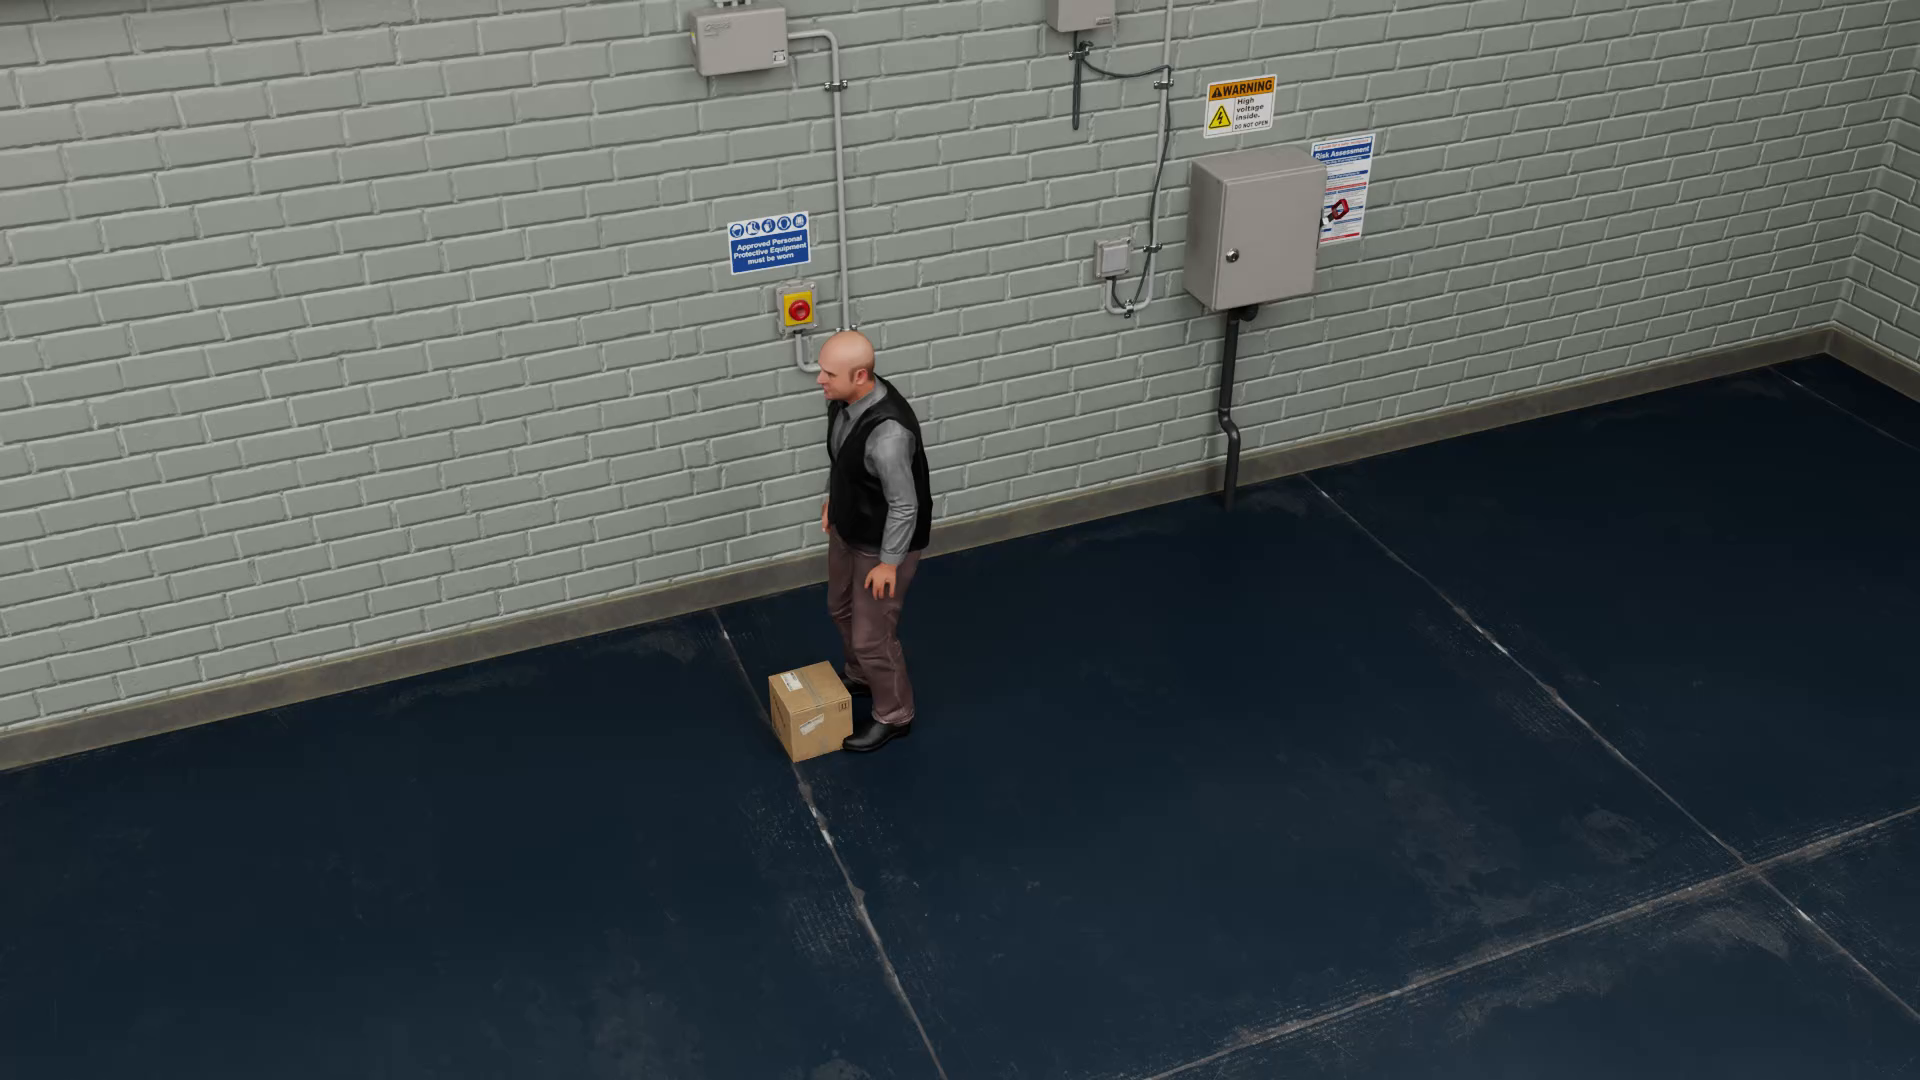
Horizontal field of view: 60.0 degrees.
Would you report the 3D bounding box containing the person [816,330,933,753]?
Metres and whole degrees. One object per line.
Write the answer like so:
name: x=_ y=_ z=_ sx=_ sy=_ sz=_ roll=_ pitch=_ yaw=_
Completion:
person: x=-0.326 y=-0.015 z=6.186 sx=0.420 sy=1.720 sz=0.581 roll=-14 pitch=36 yaw=-21
